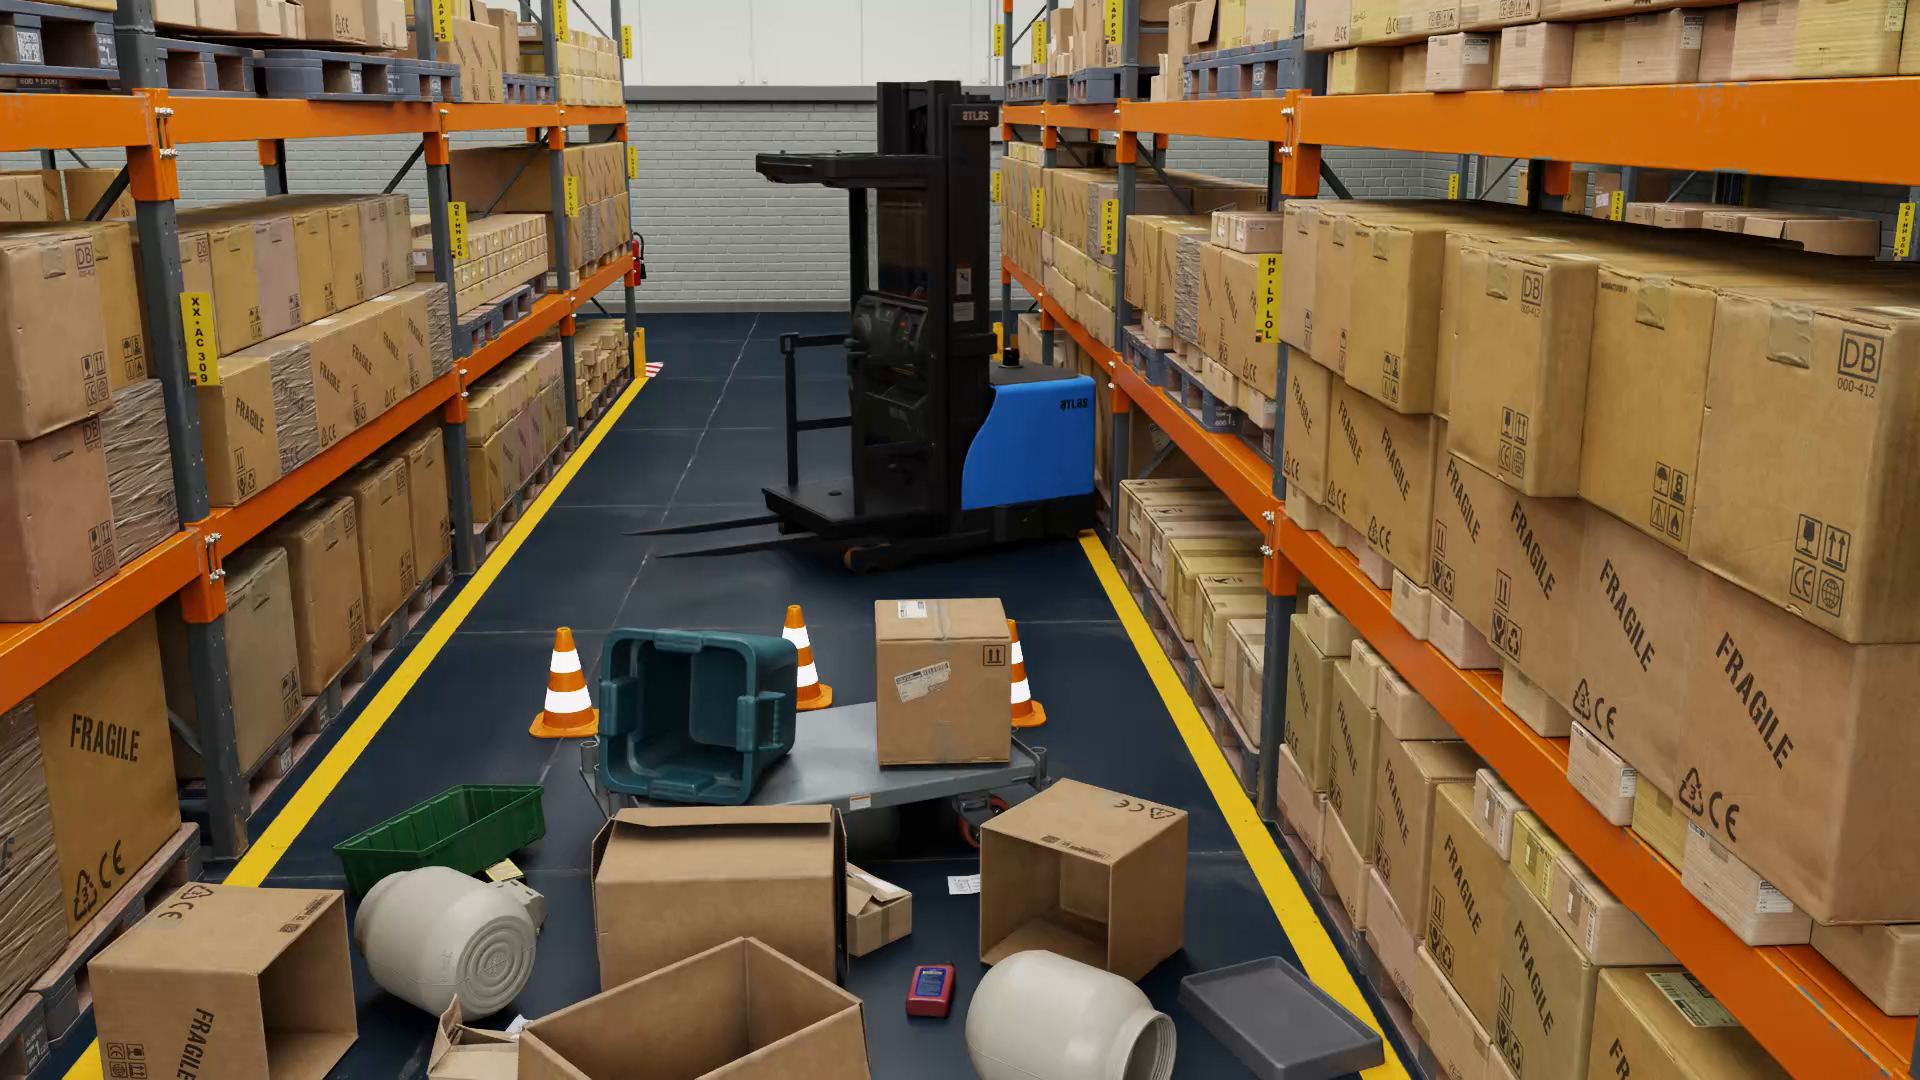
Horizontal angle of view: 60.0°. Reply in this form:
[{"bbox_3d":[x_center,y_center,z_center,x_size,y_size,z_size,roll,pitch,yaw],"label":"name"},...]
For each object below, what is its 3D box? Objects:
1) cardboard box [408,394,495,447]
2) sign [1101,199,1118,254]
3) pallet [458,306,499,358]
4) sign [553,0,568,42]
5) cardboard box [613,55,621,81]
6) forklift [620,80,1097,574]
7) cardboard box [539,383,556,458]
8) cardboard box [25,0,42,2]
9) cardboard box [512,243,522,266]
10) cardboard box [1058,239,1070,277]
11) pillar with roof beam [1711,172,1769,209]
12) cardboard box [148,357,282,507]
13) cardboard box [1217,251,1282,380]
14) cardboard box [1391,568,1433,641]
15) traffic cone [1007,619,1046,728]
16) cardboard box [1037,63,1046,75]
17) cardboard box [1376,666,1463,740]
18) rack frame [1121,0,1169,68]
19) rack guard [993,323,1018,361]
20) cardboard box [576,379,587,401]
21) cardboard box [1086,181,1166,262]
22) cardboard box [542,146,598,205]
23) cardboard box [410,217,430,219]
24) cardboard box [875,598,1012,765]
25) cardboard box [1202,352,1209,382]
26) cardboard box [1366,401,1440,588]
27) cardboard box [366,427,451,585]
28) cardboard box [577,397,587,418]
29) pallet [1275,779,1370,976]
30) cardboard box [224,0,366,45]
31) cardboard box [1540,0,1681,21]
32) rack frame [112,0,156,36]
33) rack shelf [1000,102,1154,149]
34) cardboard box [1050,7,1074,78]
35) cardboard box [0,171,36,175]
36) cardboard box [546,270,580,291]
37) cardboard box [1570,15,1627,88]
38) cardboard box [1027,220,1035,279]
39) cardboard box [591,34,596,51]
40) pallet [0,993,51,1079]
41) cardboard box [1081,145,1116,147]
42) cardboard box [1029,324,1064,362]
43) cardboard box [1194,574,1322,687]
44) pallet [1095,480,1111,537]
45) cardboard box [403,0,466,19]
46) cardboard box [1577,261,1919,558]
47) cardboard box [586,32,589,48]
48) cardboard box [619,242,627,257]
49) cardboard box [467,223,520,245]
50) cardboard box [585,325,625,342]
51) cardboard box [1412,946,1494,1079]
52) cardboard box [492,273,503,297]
[{"bbox_3d":[-3.281,-0.766,10.654,0.500,0.250,0.500,-2,15,-6],"label":"cardboard box"},{"bbox_3d":[0.901,-1.888,10.021,0.100,0.325,0.005,-1,14,-3],"label":"sign"},{"bbox_3d":[-3.630,-1.318,10.514,1.213,0.211,1.003,-1,14,-3],"label":"pallet"},{"bbox_3d":[-3.174,-4.133,13.223,0.100,0.325,0.005,-1,14,-3],"label":"sign"},{"bbox_3d":[-3.693,-4.736,16.693,0.500,0.250,0.500,-1,14,-5],"label":"cardboard box"},{"bbox_3d":[-0.629,-1.362,10.439,3.031,2.935,1.130,-8,16,-29],"label":"forklift"},{"bbox_3d":[-3.399,-0.915,12.737,0.500,0.500,0.500,-1,14,-5],"label":"cardboard box"},{"bbox_3d":[-2.857,-1.611,4.707,0.380,0.149,0.250,-1,14,-3],"label":"cardboard box"},{"bbox_3d":[-3.439,-2.100,12.233,0.380,0.149,0.250,-2,15,-6],"label":"cardboard box"},{"bbox_3d":[1.018,-2.132,12.591,0.500,0.250,0.500,-1,14,-3],"label":"cardboard box"},{"bbox_3d":[2.721,-5.435,14.091,9.100,9.000,0.400,-1,14,-3],"label":"pillar with roof beam"},{"bbox_3d":[-2.996,-0.424,6.453,0.500,0.500,0.500,-1,14,-3],"label":"cardboard box"},{"bbox_3d":[1.413,-0.972,7.146,0.500,0.500,0.500,-1,14,-3],"label":"cardboard box"},{"bbox_3d":[1.472,0.181,4.806,0.380,0.149,0.250,-1,14,-3],"label":"cardboard box"},{"bbox_3d":[0.229,0.600,7.766,0.336,0.463,0.334,-1,14,-3],"label":"traffic cone"},{"bbox_3d":[0.848,-4.125,14.245,0.396,0.266,0.258,0,14,-2],"label":"cardboard box"},{"bbox_3d":[1.471,0.487,4.984,0.380,0.149,0.250,0,14,0],"label":"cardboard box"},{"bbox_3d":[1.455,-4.242,9.454,1.000,3.000,0.127,-1,14,-3],"label":"rack frame"},{"bbox_3d":[0.958,-2.122,18.269,1.175,0.500,0.348,-1,14,-3],"label":"rack guard"},{"bbox_3d":[-3.430,-1.292,14.309,0.380,0.149,0.250,0,14,-1],"label":"cardboard box"},{"bbox_3d":[1.122,-2.121,11.044,0.500,0.500,0.500,-1,14,-2],"label":"cardboard box"},{"bbox_3d":[-3.560,-3.277,14.939,0.500,0.500,0.500,-1,14,-3],"label":"cardboard box"},{"bbox_3d":[-4.138,-2.425,12.901,0.380,0.149,0.250,0,14,-2],"label":"cardboard box"},{"bbox_3d":[-0.072,0.537,6.417,0.500,0.500,0.500,-1,14,-3],"label":"cardboard box"},{"bbox_3d":[1.346,-0.801,7.782,0.380,0.149,0.250,-1,14,-3],"label":"cardboard box"},{"bbox_3d":[1.524,-0.171,4.874,0.500,0.500,0.500,-1,14,-4],"label":"cardboard box"},{"bbox_3d":[-3.531,-0.196,9.441,1.050,0.750,0.750,-1,14,-4],"label":"cardboard box"},{"bbox_3d":[-3.429,-1.148,14.348,0.380,0.149,0.250,-2,15,-6],"label":"cardboard box"},{"bbox_3d":[1.780,1.175,6.036,1.003,0.211,1.213,-1,14,-3],"label":"pallet"},{"bbox_3d":[-3.092,-2.560,7.693,0.500,0.500,0.500,-1,14,-3],"label":"cardboard box"},{"bbox_3d":[1.583,-1.248,3.543,0.500,0.250,0.500,0,14,-2],"label":"cardboard box"},{"bbox_3d":[-3.232,-3.146,5.193,1.000,3.000,0.127,-1,14,-3],"label":"rack frame"},{"bbox_3d":[1.083,-3.933,15.717,1.077,0.370,4.000,-1,14,-3],"label":"rack shelf"},{"bbox_3d":[0.972,-3.812,12.760,0.500,0.500,0.500,-1,14,-4],"label":"cardboard box"},{"bbox_3d":[-9.102,-3.231,15.764,0.500,0.500,0.500,-1,14,-5],"label":"cardboard box"},{"bbox_3d":[-3.418,-2.184,13.998,0.380,0.149,0.250,0,14,-1],"label":"cardboard box"},{"bbox_3d":[1.598,-1.081,3.694,0.380,0.149,0.250,-1,14,-5],"label":"cardboard box"},{"bbox_3d":[0.886,-2.619,14.986,0.500,0.500,0.500,-1,14,-5],"label":"cardboard box"},{"bbox_3d":[-3.613,-4.643,15.529,0.380,0.149,0.250,-1,14,-2],"label":"cardboard box"},{"bbox_3d":[-3.184,1.605,4.367,1.003,0.211,1.213,-1,14,-3],"label":"pallet"},{"bbox_3d":[1.317,-3.578,15.403,0.380,0.149,0.250,-1,14,-4],"label":"cardboard box"},{"bbox_3d":[1.165,-1.899,16.686,0.875,0.438,0.875,0,14,-2],"label":"cardboard box"},{"bbox_3d":[1.620,0.418,7.812,0.950,0.372,0.625,0,14,0],"label":"cardboard box"},{"bbox_3d":[1.481,-0.183,11.316,1.003,0.211,1.213,-1,14,-3],"label":"pallet"},{"bbox_3d":[-3.261,-3.340,10.232,0.396,0.266,0.258,-1,14,-3],"label":"cardboard box"},{"bbox_3d":[1.677,-0.273,3.265,0.700,0.500,0.500,-1,14,-3],"label":"cardboard box"},{"bbox_3d":[-3.566,-4.514,15.028,0.380,0.149,0.250,-1,14,-5],"label":"cardboard box"},{"bbox_3d":[-3.673,-3.026,17.273,0.380,0.149,0.250,-1,14,-3],"label":"cardboard box"},{"bbox_3d":[-3.448,-2.245,12.201,0.380,0.149,0.250,-1,14,-5],"label":"cardboard box"},{"bbox_3d":[-3.588,-2.082,16.783,0.380,0.149,0.250,-1,14,-5],"label":"cardboard box"},{"bbox_3d":[1.570,1.325,4.531,0.500,0.250,0.500,-1,14,-5],"label":"cardboard box"},{"bbox_3d":[-3.390,-1.761,11.512,0.380,0.149,0.250,-1,14,-3],"label":"cardboard box"}]
